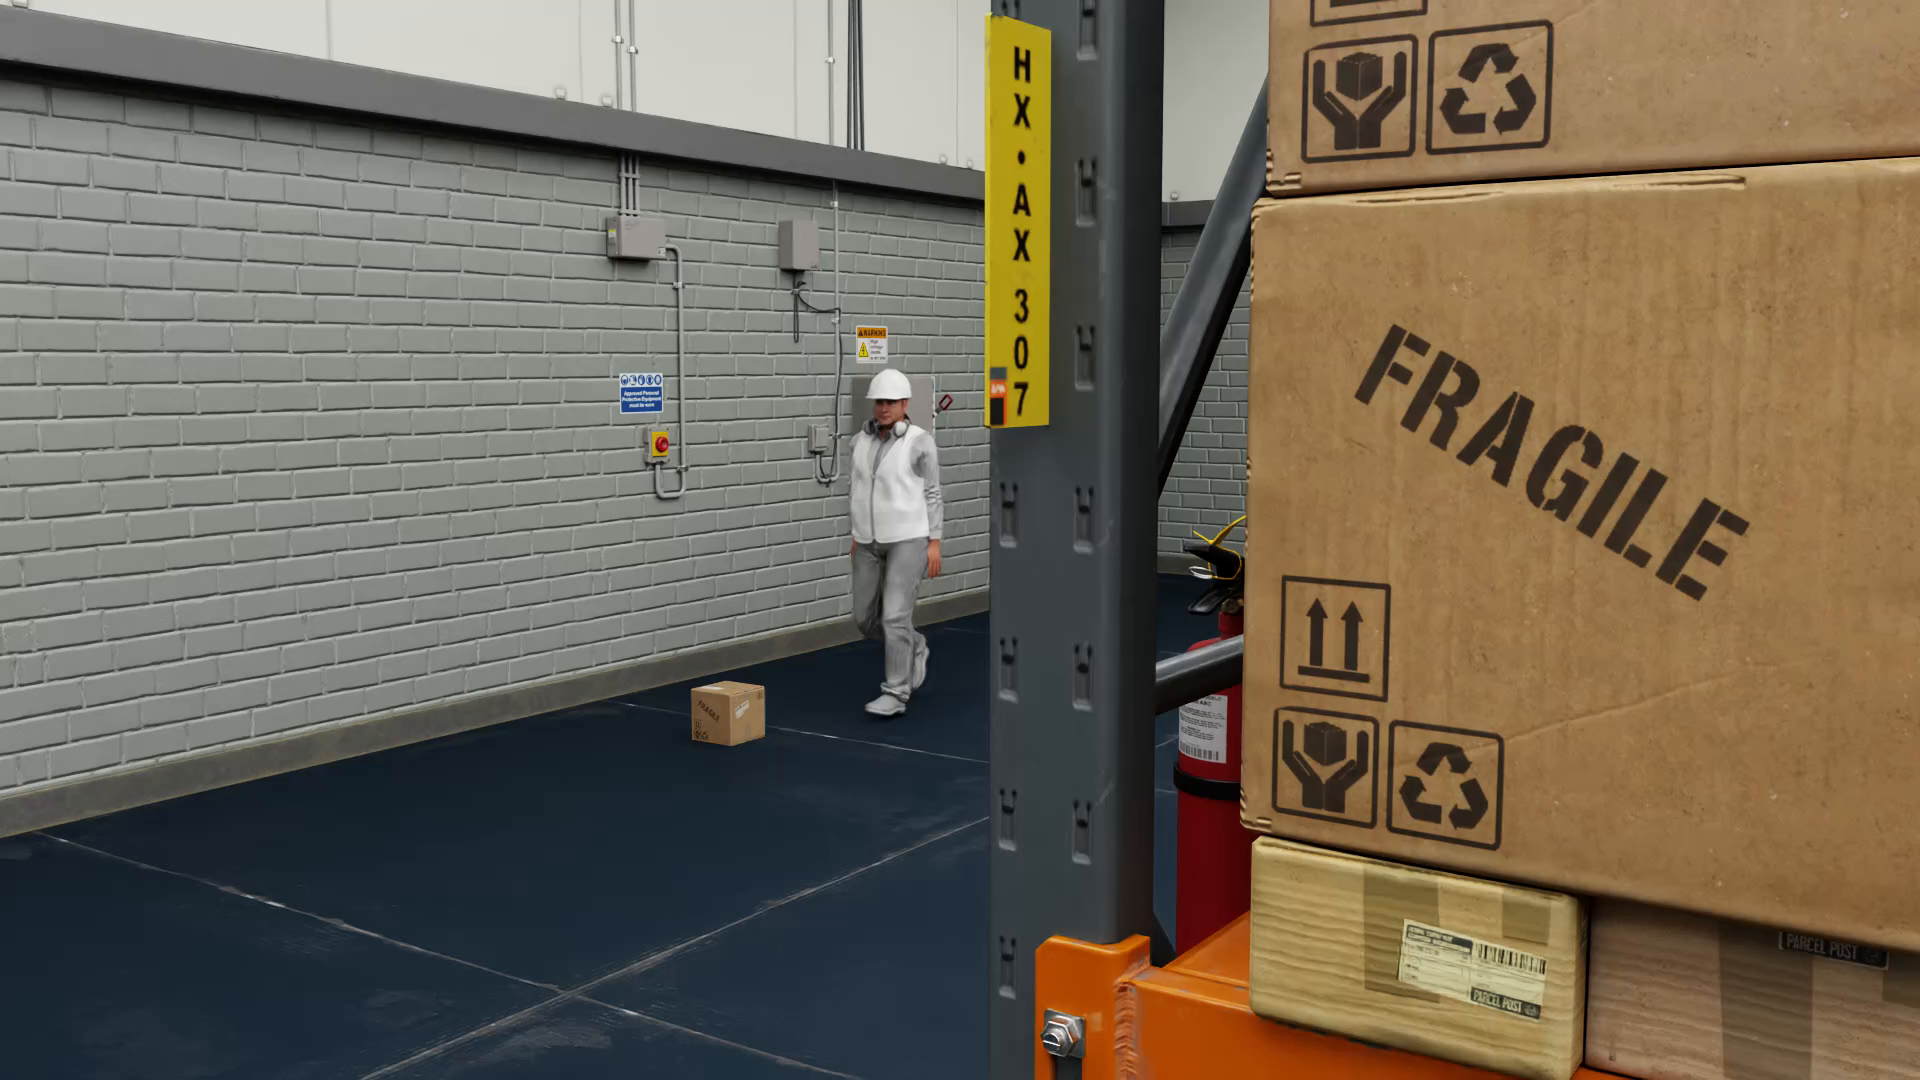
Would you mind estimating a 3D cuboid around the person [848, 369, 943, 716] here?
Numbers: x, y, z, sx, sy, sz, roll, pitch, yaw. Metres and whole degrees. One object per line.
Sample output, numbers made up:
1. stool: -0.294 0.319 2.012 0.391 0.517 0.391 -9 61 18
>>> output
1. person: -0.347 -0.003 8.629 0.552 1.764 0.737 4 7 31
